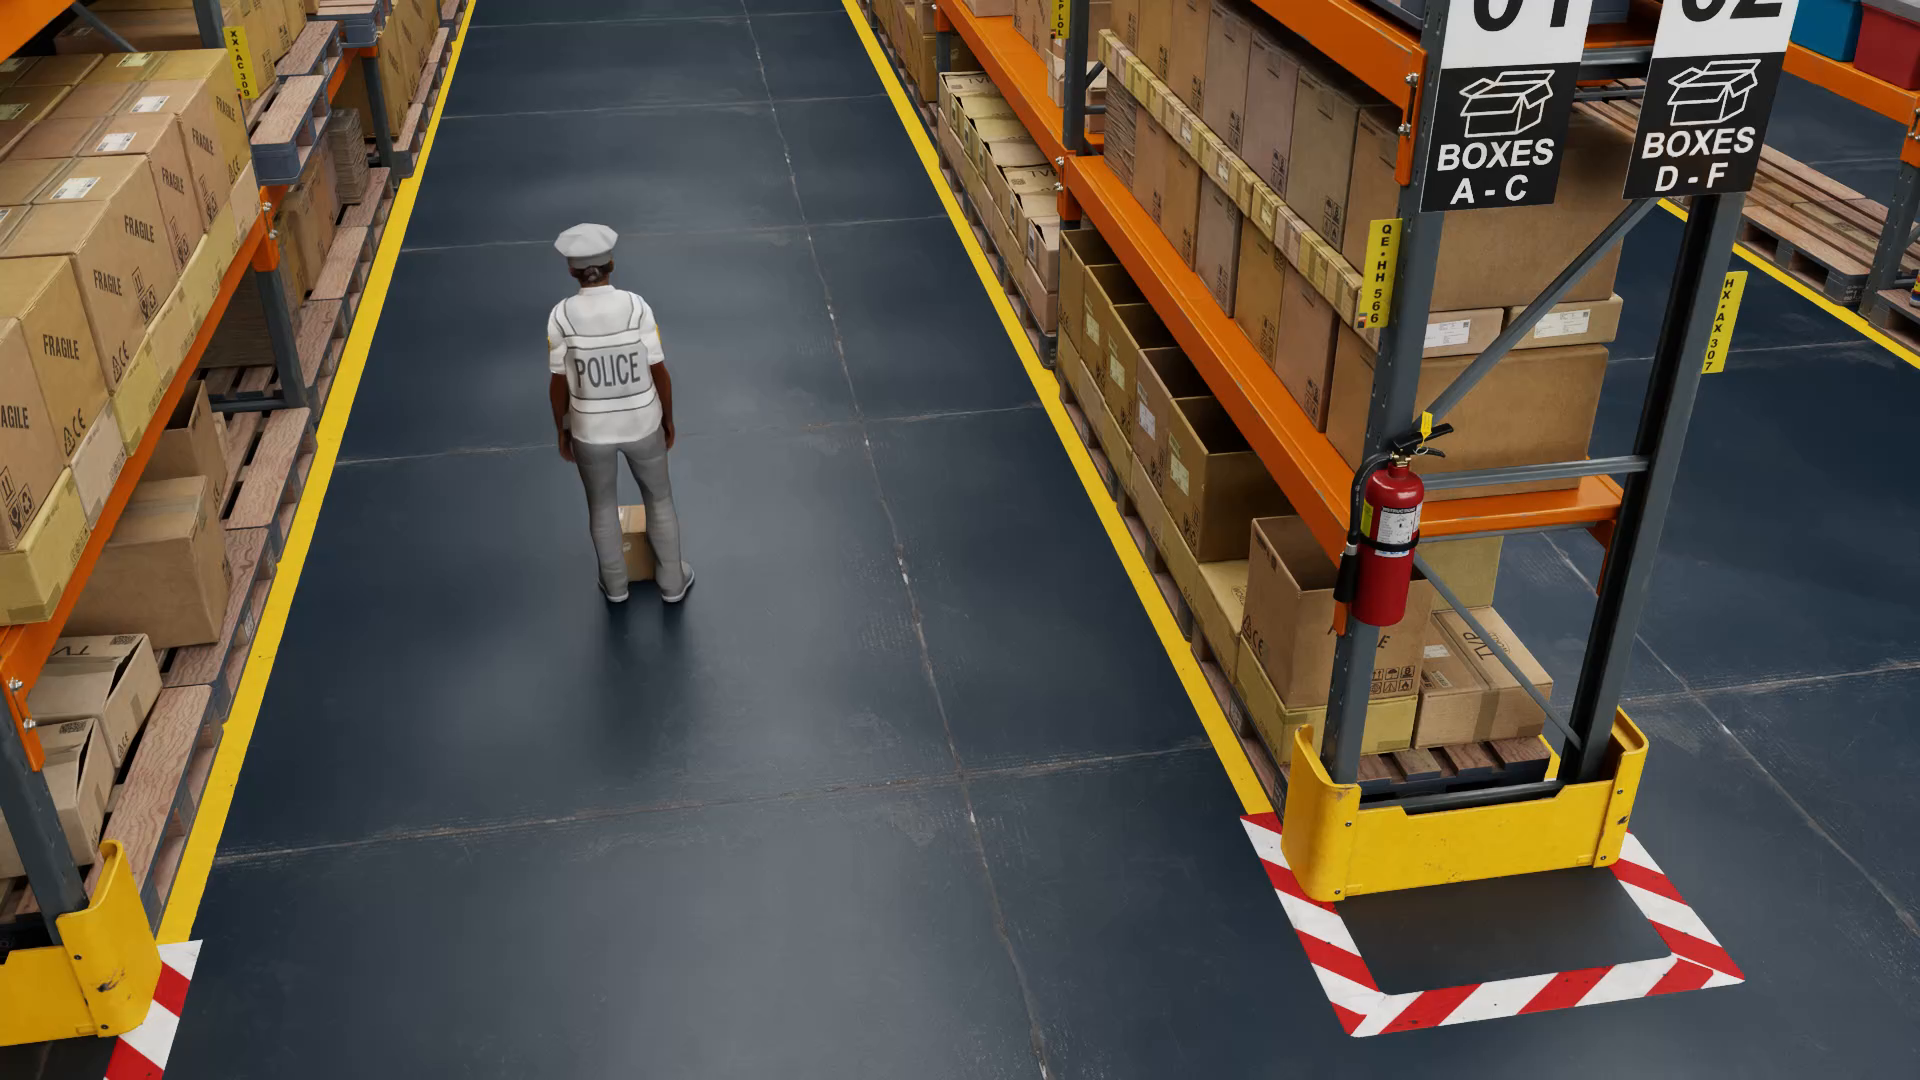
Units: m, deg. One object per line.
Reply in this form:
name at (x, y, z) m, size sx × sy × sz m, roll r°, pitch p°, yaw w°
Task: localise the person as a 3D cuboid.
person at (-1.433, -0.479, 6.933) m, size 0.530 × 1.659 × 0.428 m, roll -7°, pitch 32°, yaw -12°
